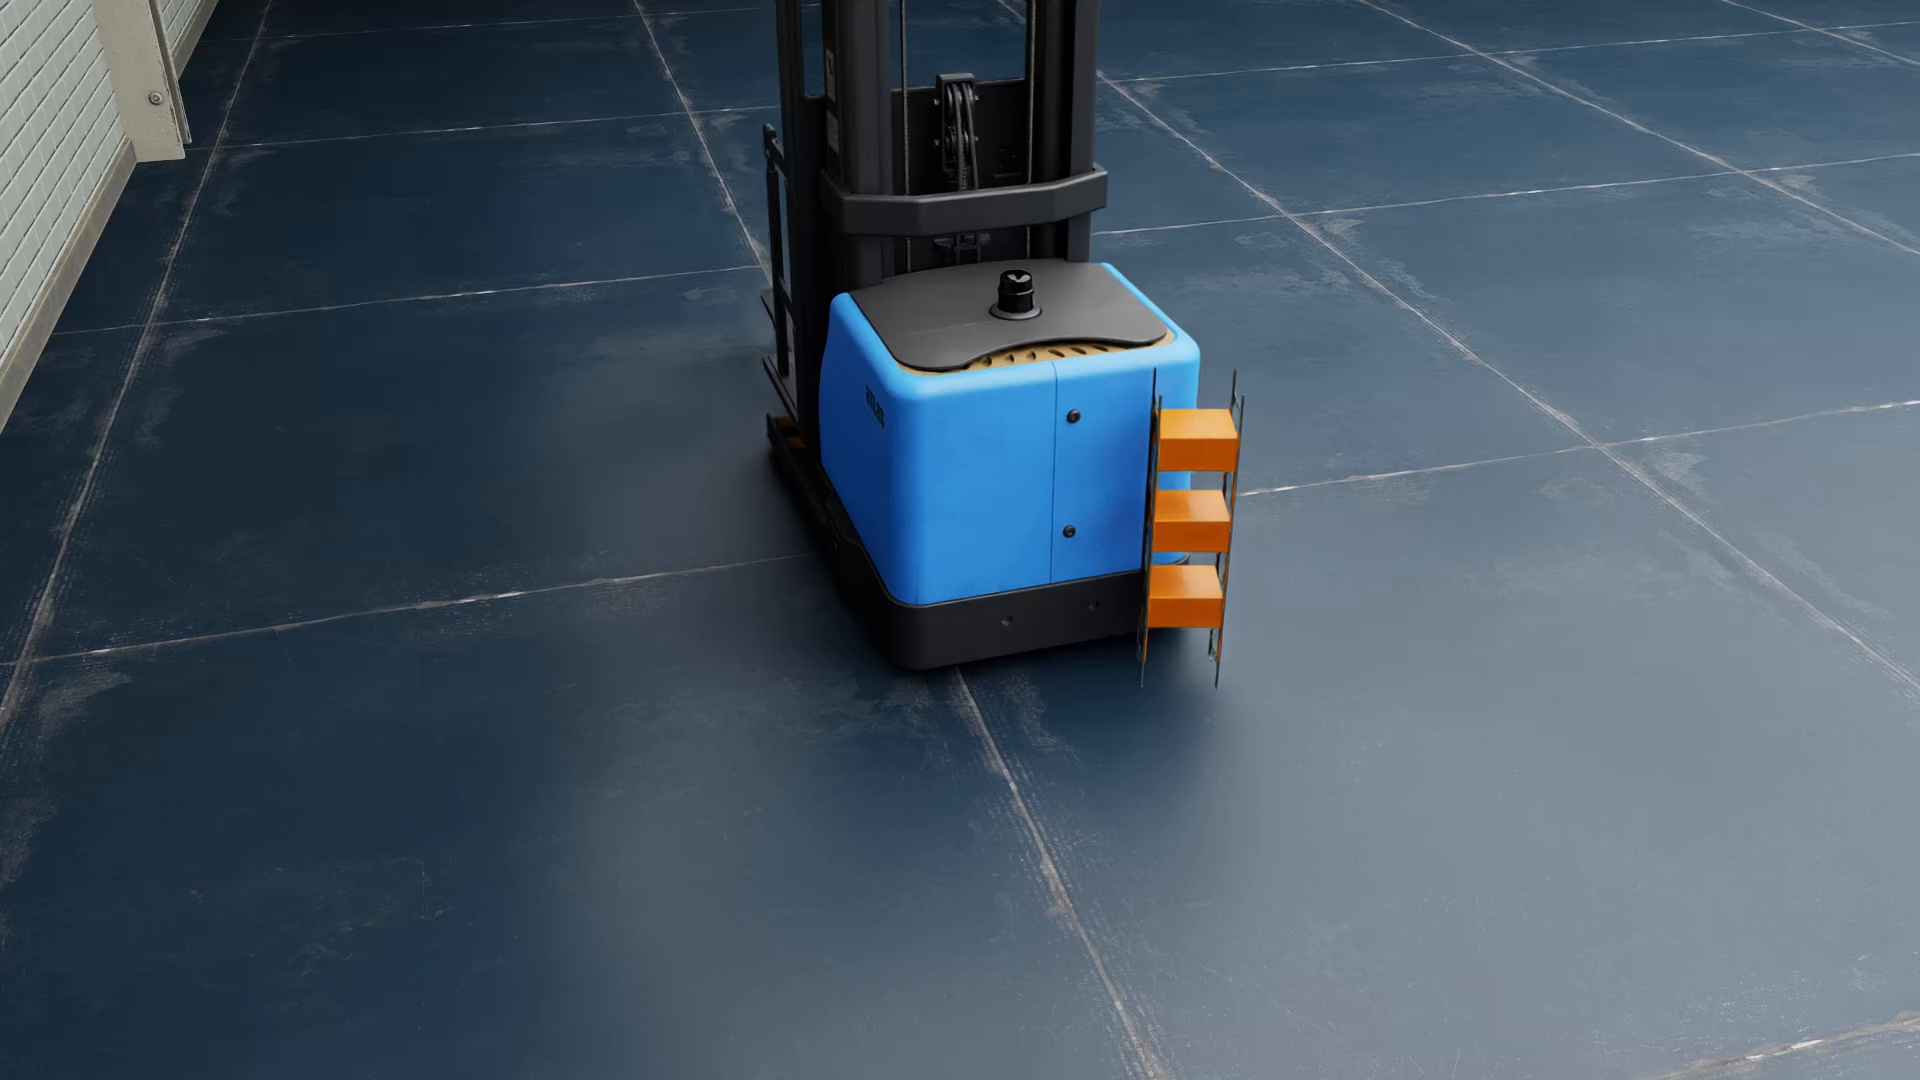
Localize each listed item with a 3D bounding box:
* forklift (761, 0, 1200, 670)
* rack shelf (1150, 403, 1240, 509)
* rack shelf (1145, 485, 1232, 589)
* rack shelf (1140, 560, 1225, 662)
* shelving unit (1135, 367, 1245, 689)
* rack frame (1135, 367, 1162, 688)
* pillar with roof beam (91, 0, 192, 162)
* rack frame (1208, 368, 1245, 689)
[{"bbox_3d":[-0.157,-1.575,6.045,1.130,2.935,3.031,-9,31,-15],"label":"forklift"},{"bbox_3d":[0.714,-0.257,5.101,0.240,0.259,0.215,0,30,0],"label":"rack shelf"},{"bbox_3d":[0.714,-0.012,5.243,0.240,0.259,0.215,0,30,0],"label":"rack shelf"},{"bbox_3d":[0.714,0.229,5.383,0.240,0.259,0.215,0,30,0],"label":"rack shelf"},{"bbox_3d":[0.714,-0.021,5.238,0.252,1.050,0.215,0,30,0],"label":"shelving unit"},{"bbox_3d":[0.592,-0.021,5.239,0.008,1.050,0.200,0,30,0],"label":"rack frame"},{"bbox_3d":[-0.880,-6.916,9.216,9.100,9.000,0.400,-8,31,-13],"label":"pillar with roof beam"},{"bbox_3d":[0.836,-0.020,5.237,0.008,1.050,0.200,0,30,0],"label":"rack frame"}]
